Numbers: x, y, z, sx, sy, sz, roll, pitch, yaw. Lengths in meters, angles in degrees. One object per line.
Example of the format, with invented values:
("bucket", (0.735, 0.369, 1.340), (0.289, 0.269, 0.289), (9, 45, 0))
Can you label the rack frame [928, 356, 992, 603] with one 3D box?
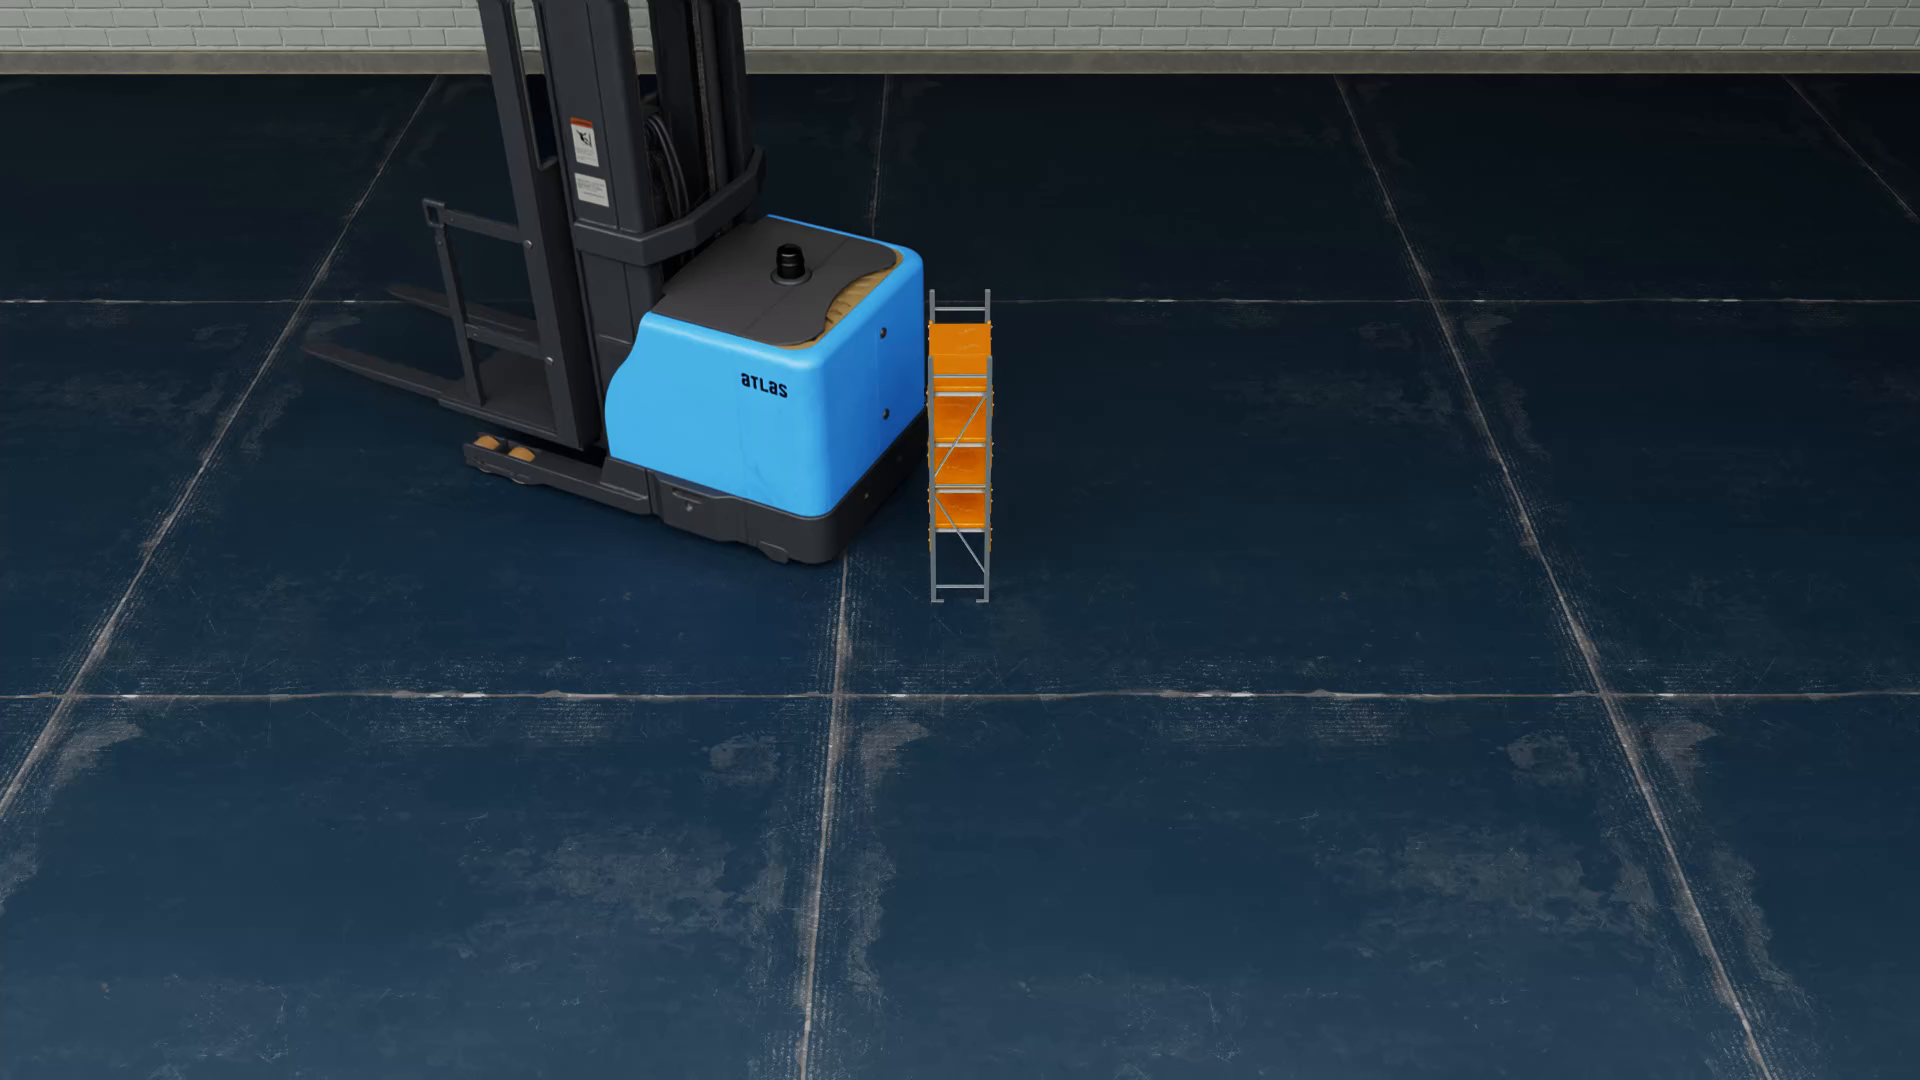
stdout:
("rack frame", (0.000, -0.212, 6.555), (0.240, 1.200, 0.015), (0, 39, 0))

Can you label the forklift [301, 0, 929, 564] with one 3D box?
("forklift", (-1.695, -1.676, 6.998), (3.031, 2.935, 1.130), (17, 42, 20))

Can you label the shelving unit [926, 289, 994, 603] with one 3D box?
("shelving unit", (0.000, -0.365, 6.746), (0.258, 1.200, 0.503), (0, 39, 0))

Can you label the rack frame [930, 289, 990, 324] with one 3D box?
("rack frame", (0.000, -0.517, 6.936), (0.240, 1.200, 0.015), (0, 39, 0))

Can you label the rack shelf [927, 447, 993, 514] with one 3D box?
("rack shelf", (0.000, -0.312, 6.788), (0.258, 0.148, 0.480), (0, 39, 0))

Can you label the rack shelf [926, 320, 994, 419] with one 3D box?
("rack shelf", (0.000, -0.671, 6.500), (0.258, 0.148, 0.480), (0, 39, 0))

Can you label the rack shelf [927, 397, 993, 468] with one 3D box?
("rack shelf", (0.000, -0.487, 6.648), (0.258, 0.148, 0.480), (0, 39, 0))

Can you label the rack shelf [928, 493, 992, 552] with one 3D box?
("rack shelf", (0.000, -0.157, 6.912), (0.258, 0.148, 0.480), (0, 39, 0))
